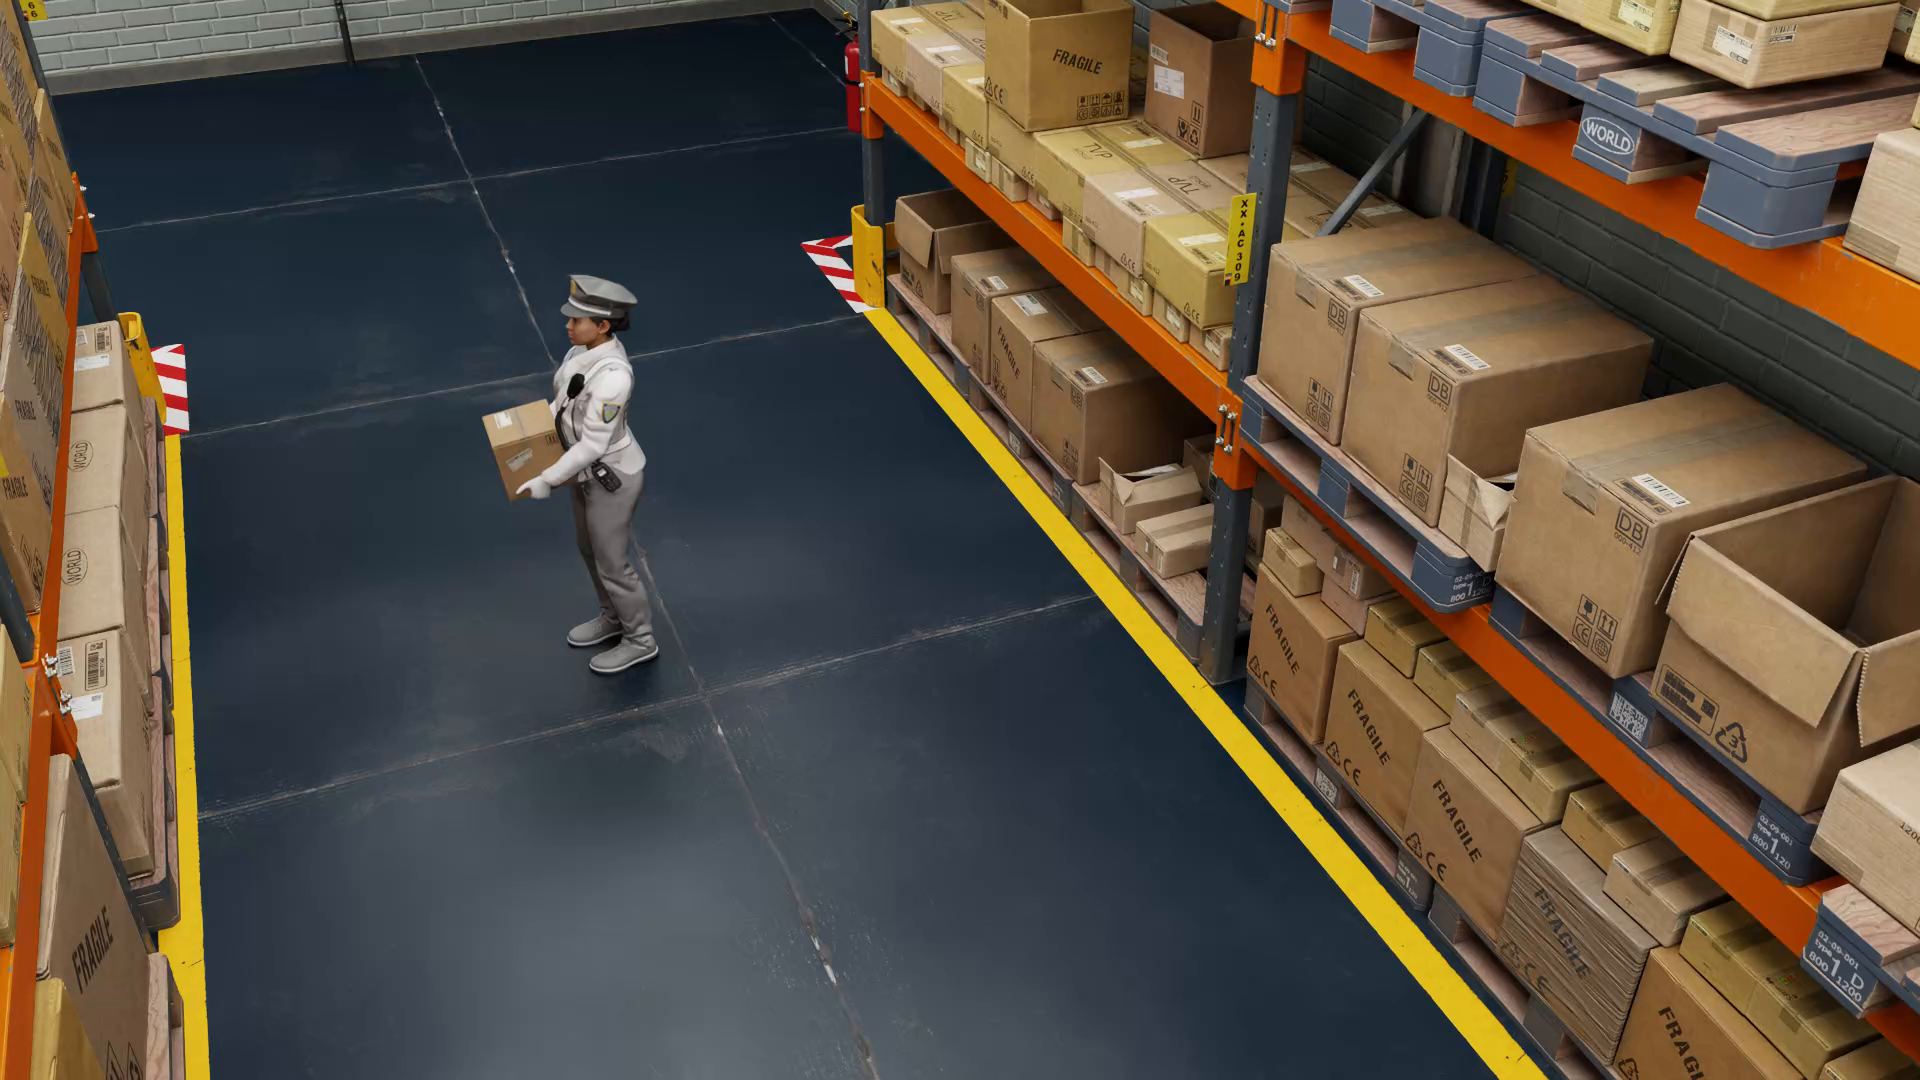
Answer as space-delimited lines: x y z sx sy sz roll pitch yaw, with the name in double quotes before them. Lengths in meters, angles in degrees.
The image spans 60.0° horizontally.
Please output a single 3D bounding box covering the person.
"person" -1.408 -0.257 6.507 0.433 1.687 0.355 -12 36 -18
